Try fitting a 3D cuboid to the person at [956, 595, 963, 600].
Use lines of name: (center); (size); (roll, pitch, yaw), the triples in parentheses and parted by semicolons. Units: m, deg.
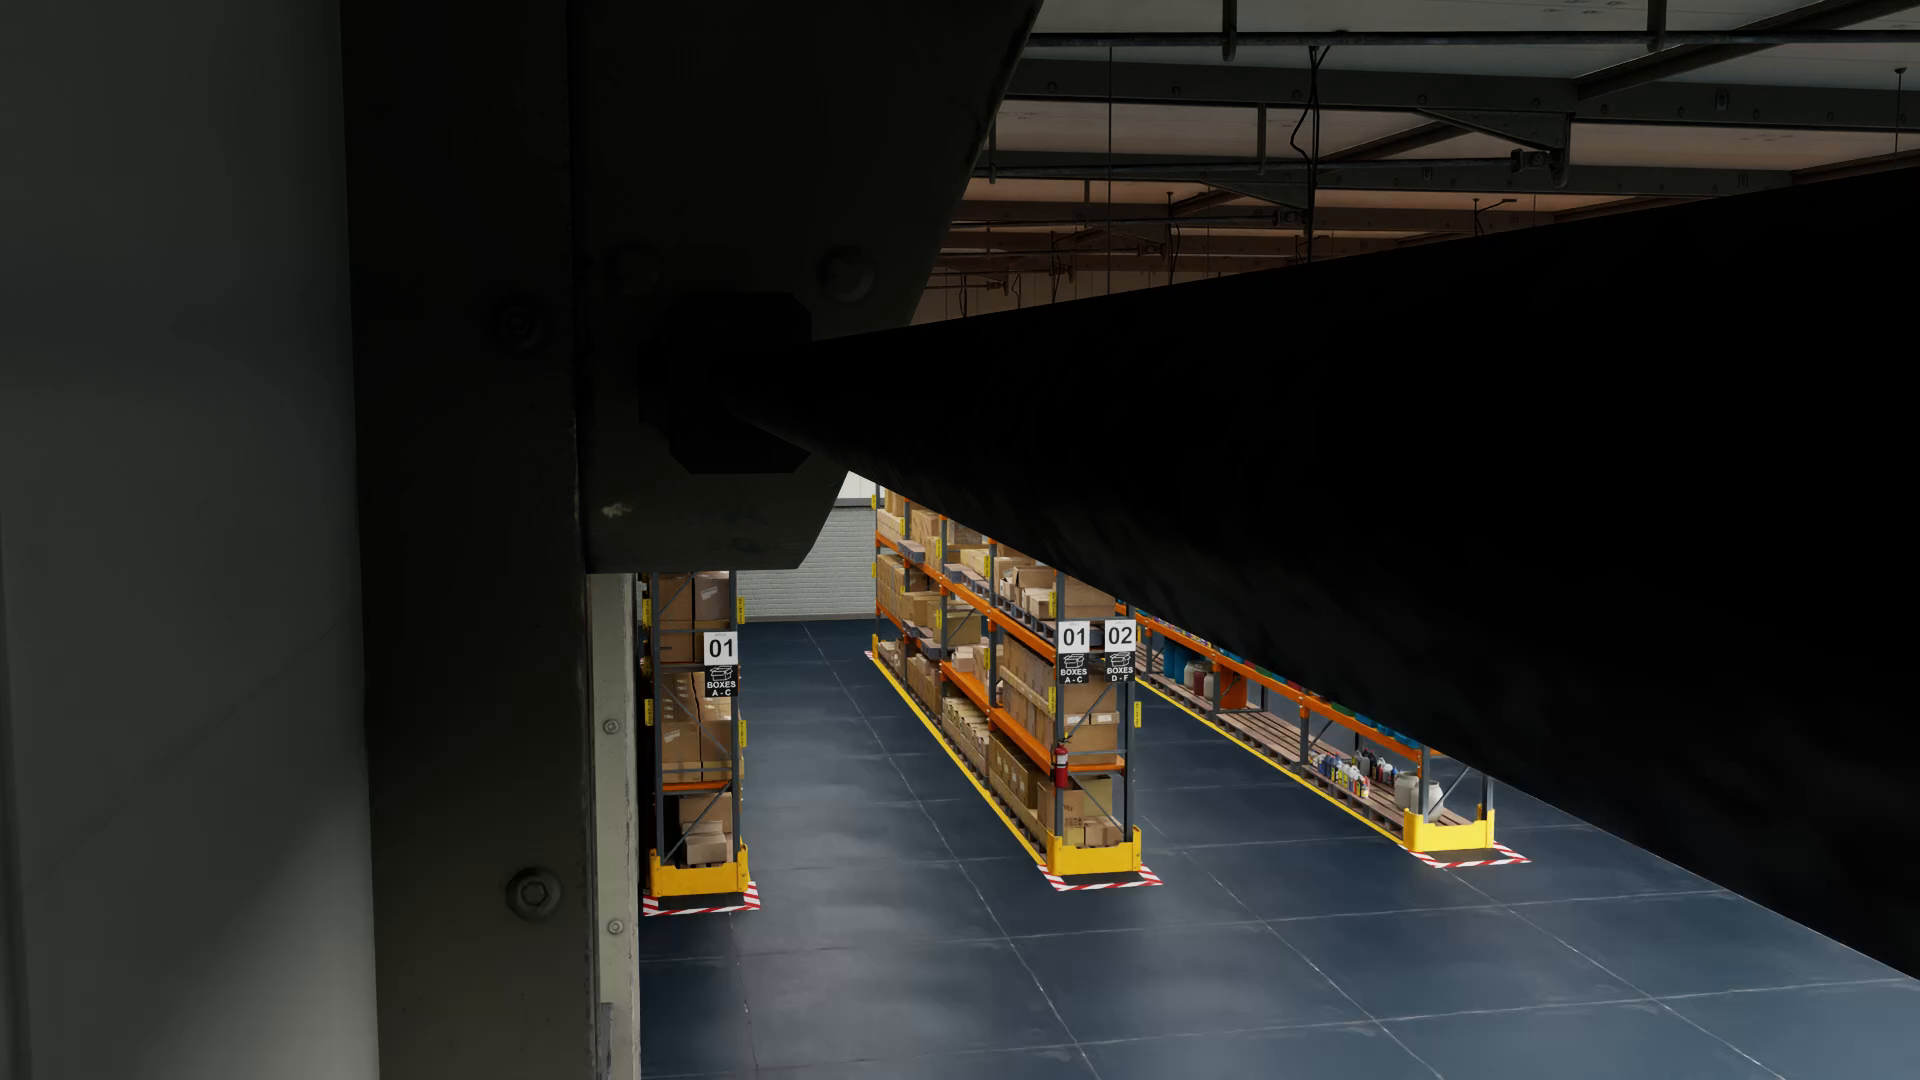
person: (-0.069, 1.522, 38.769); (0.471, 1.624, 1.045); (-1, 6, -11)
